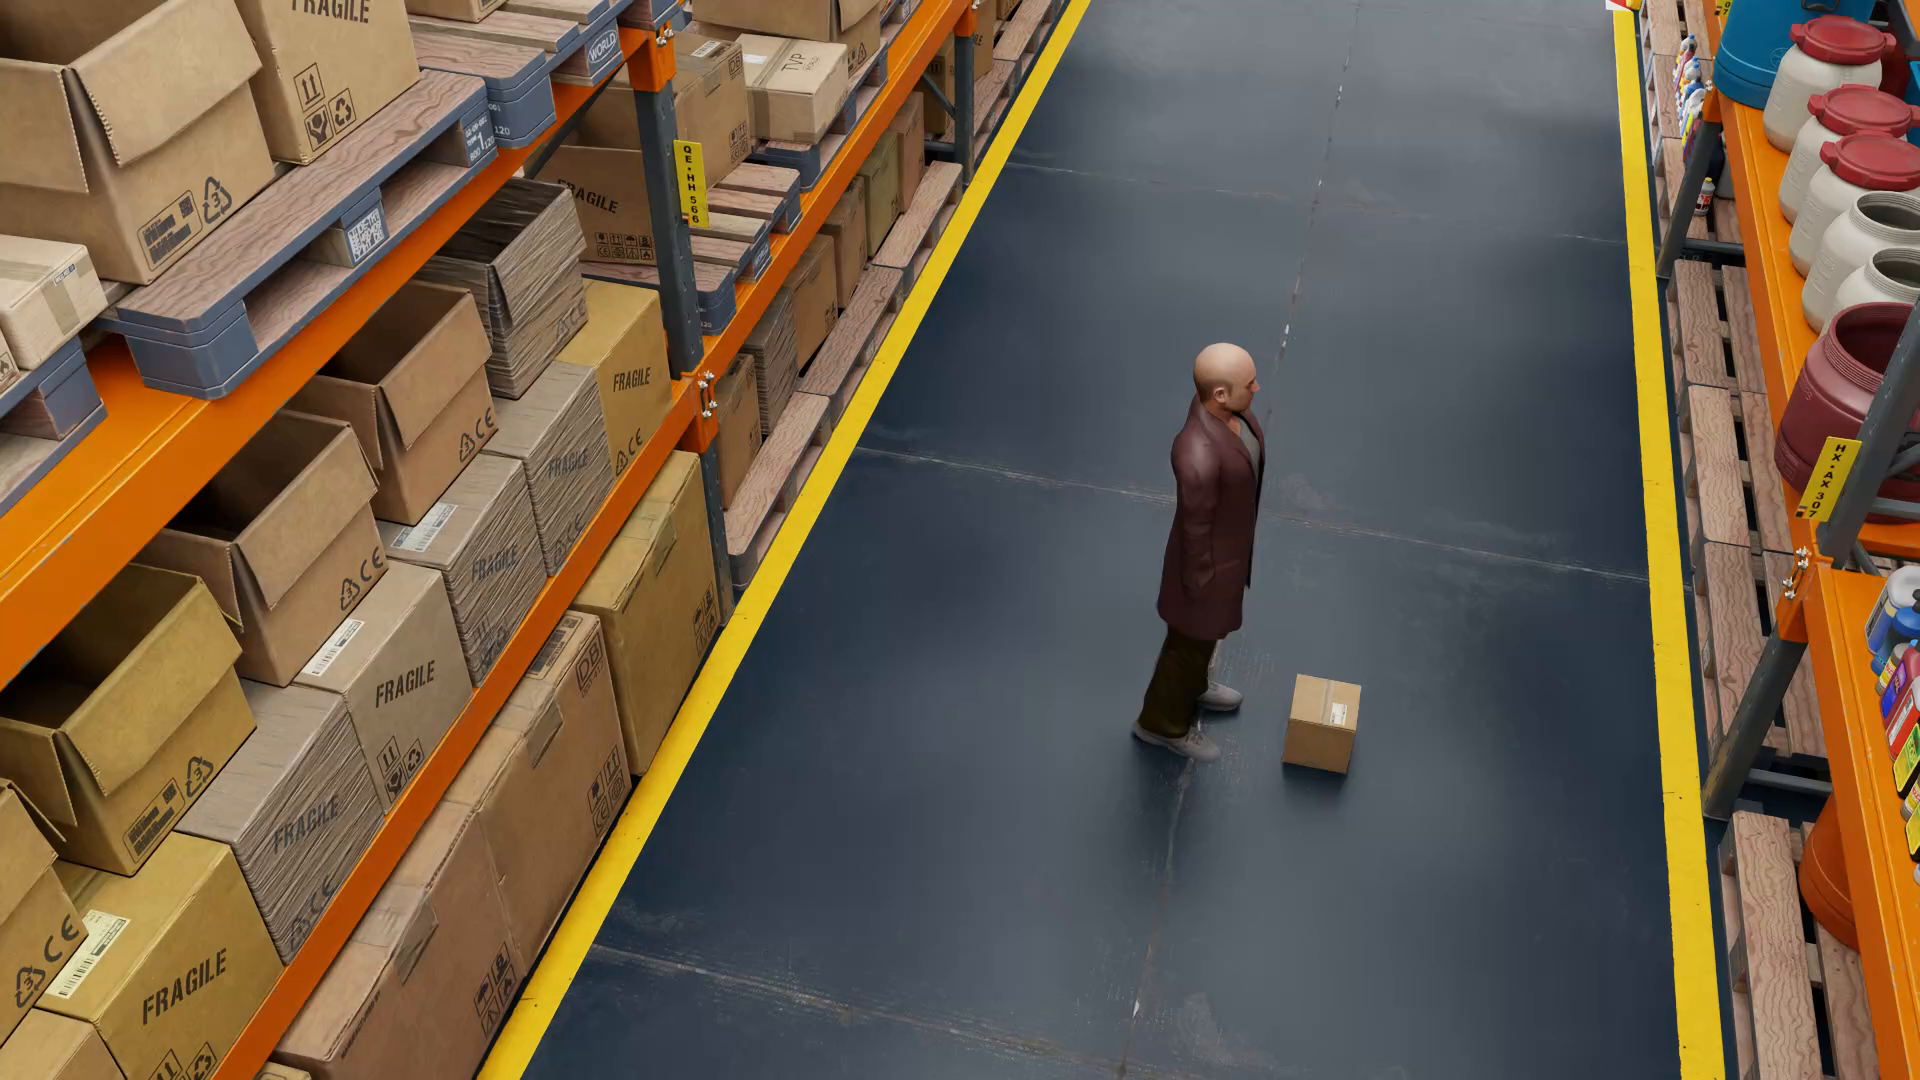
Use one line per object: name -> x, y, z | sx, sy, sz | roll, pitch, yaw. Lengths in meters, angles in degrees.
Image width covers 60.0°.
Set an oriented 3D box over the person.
person -> 0.919, 0.049, 6.134 | 0.397, 1.809, 0.561 | 11, 42, 12
